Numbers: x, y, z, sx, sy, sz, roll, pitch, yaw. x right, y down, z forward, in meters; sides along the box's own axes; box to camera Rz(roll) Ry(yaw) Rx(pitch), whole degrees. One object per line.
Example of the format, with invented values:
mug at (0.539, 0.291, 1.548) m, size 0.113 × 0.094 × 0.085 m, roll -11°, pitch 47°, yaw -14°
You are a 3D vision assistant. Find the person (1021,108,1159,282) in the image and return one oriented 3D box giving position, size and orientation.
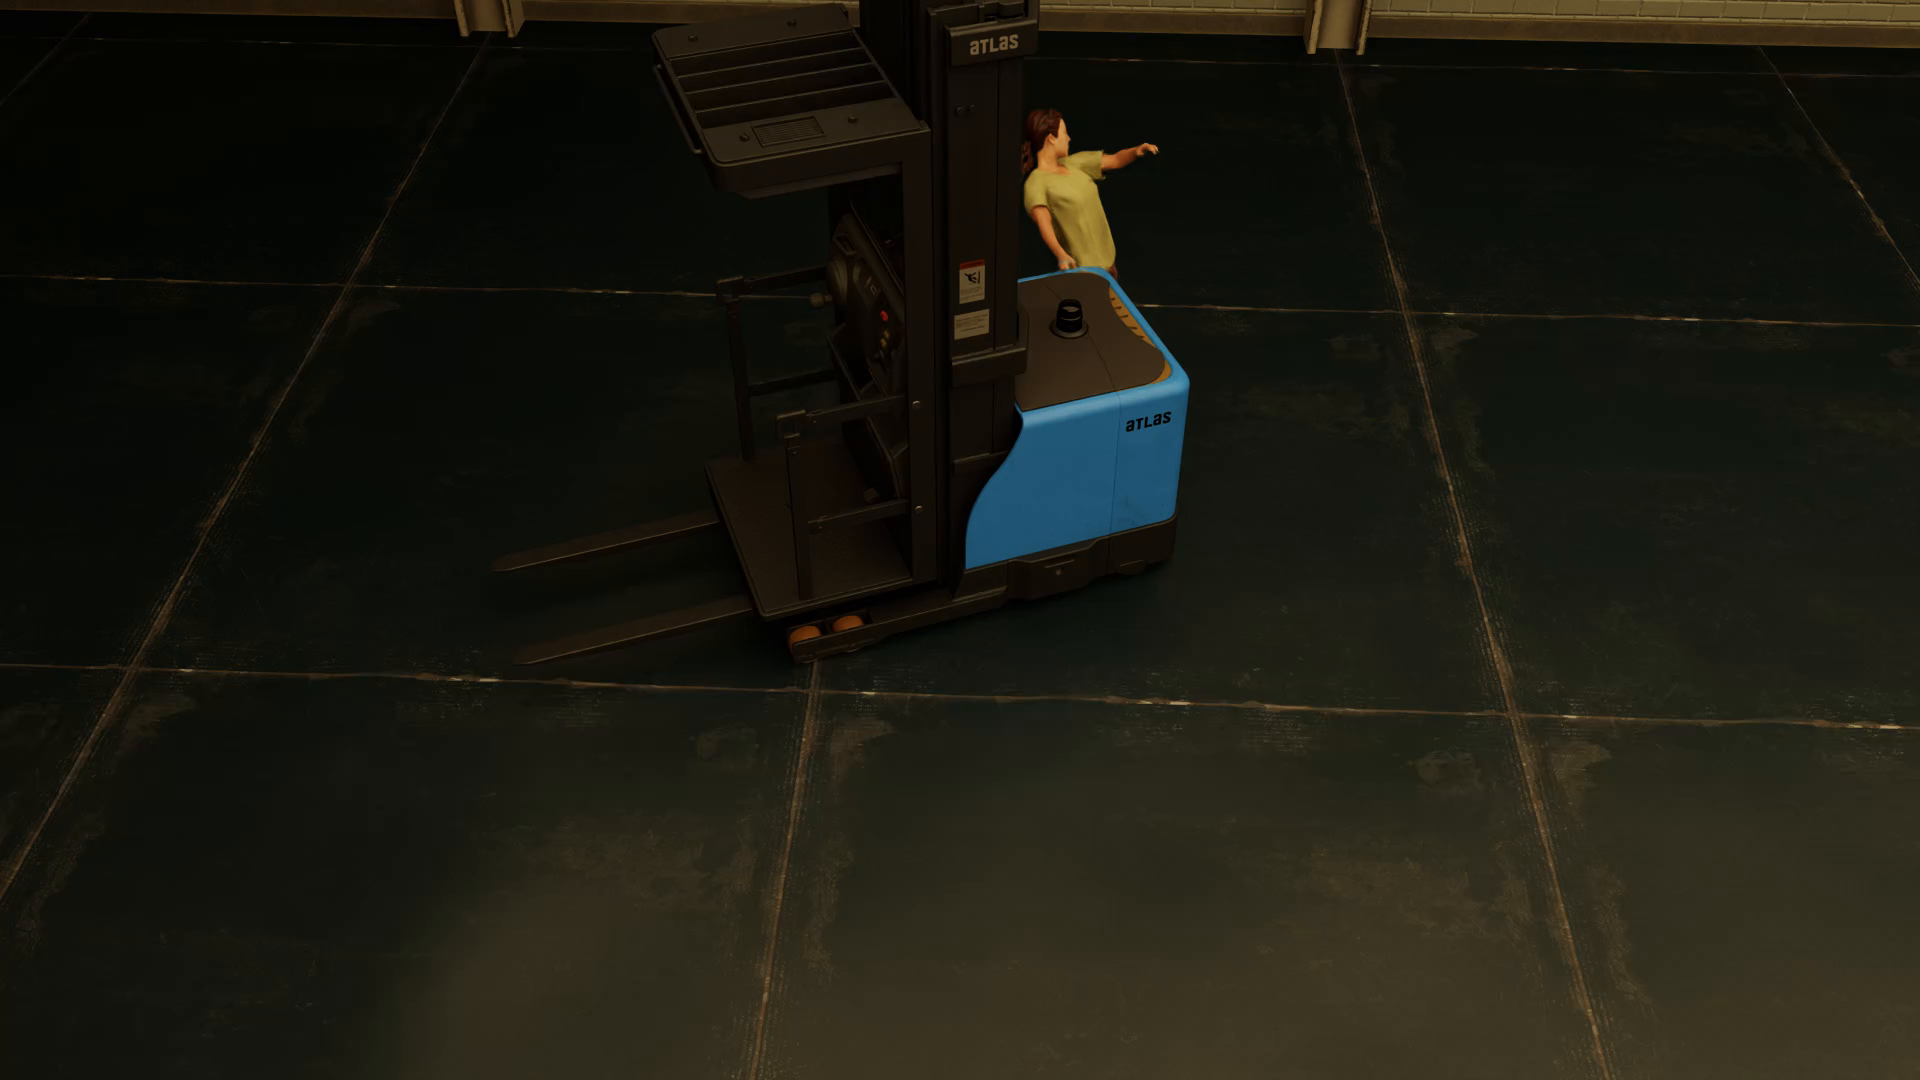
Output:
person at (0.562, -1.334, 8.286) m, size 0.716 × 1.427 × 0.984 m, roll 11°, pitch 43°, yaw 11°

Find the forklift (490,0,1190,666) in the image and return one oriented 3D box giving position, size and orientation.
forklift at (-0.573, -0.945, 6.778) m, size 3.031 × 2.935 × 1.130 m, roll -13°, pitch 44°, yaw -14°
